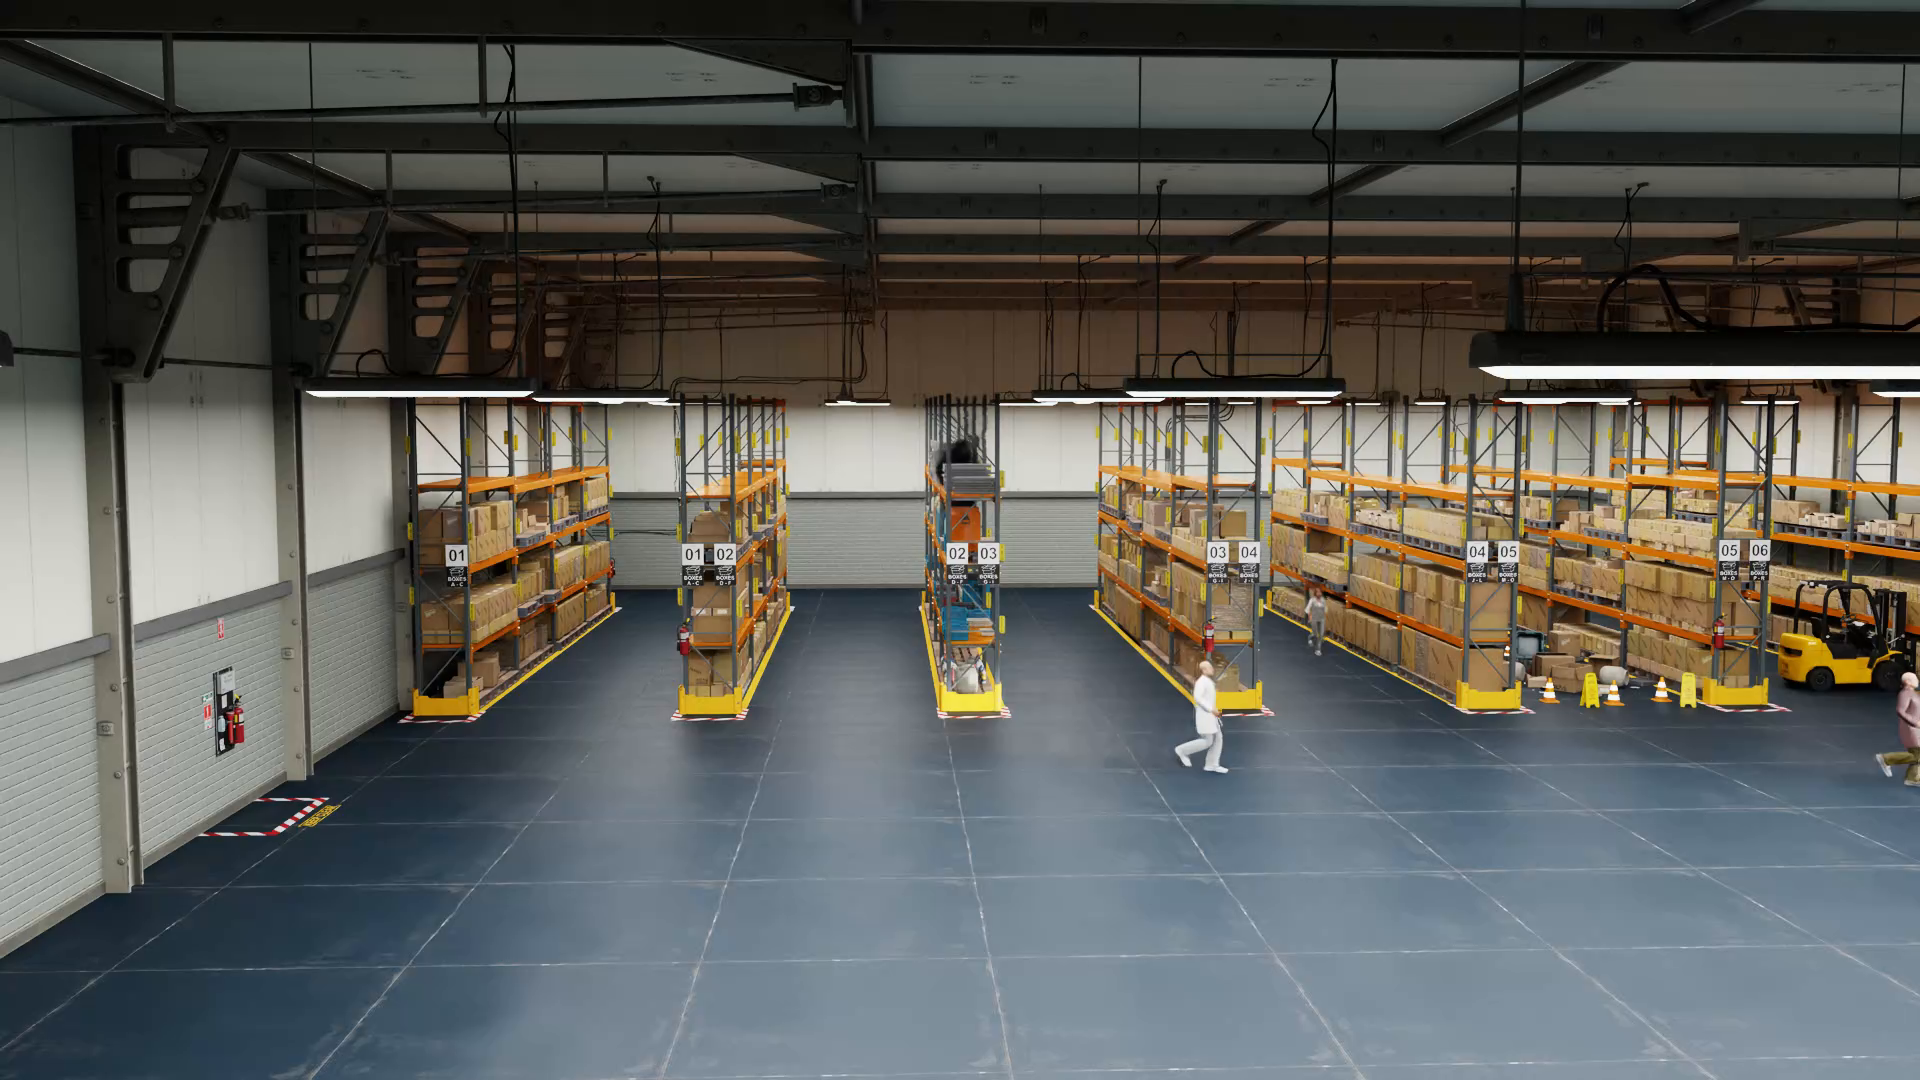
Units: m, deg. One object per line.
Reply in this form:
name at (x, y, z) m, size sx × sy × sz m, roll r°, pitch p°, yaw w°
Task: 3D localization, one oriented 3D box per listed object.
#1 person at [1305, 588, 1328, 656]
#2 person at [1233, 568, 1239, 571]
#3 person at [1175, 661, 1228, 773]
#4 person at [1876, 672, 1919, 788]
person at (8.323, 1.892, 38.789) m, size 0.541 × 1.562 × 0.591 m, roll -1°, pitch 5°, yaw -8°
person at (7.664, 1.204, 47.384) m, size 0.610 × 1.597 × 0.618 m, roll 1°, pitch 5°, yaw 18°
person at (3.822, 2.787, 26.220) m, size 0.833 × 1.757 × 0.718 m, roll 2°, pitch 5°, yaw 19°
person at (14.346, 2.870, 25.210) m, size 0.756 × 1.743 × 0.711 m, roll 3°, pitch 5°, yaw 34°
